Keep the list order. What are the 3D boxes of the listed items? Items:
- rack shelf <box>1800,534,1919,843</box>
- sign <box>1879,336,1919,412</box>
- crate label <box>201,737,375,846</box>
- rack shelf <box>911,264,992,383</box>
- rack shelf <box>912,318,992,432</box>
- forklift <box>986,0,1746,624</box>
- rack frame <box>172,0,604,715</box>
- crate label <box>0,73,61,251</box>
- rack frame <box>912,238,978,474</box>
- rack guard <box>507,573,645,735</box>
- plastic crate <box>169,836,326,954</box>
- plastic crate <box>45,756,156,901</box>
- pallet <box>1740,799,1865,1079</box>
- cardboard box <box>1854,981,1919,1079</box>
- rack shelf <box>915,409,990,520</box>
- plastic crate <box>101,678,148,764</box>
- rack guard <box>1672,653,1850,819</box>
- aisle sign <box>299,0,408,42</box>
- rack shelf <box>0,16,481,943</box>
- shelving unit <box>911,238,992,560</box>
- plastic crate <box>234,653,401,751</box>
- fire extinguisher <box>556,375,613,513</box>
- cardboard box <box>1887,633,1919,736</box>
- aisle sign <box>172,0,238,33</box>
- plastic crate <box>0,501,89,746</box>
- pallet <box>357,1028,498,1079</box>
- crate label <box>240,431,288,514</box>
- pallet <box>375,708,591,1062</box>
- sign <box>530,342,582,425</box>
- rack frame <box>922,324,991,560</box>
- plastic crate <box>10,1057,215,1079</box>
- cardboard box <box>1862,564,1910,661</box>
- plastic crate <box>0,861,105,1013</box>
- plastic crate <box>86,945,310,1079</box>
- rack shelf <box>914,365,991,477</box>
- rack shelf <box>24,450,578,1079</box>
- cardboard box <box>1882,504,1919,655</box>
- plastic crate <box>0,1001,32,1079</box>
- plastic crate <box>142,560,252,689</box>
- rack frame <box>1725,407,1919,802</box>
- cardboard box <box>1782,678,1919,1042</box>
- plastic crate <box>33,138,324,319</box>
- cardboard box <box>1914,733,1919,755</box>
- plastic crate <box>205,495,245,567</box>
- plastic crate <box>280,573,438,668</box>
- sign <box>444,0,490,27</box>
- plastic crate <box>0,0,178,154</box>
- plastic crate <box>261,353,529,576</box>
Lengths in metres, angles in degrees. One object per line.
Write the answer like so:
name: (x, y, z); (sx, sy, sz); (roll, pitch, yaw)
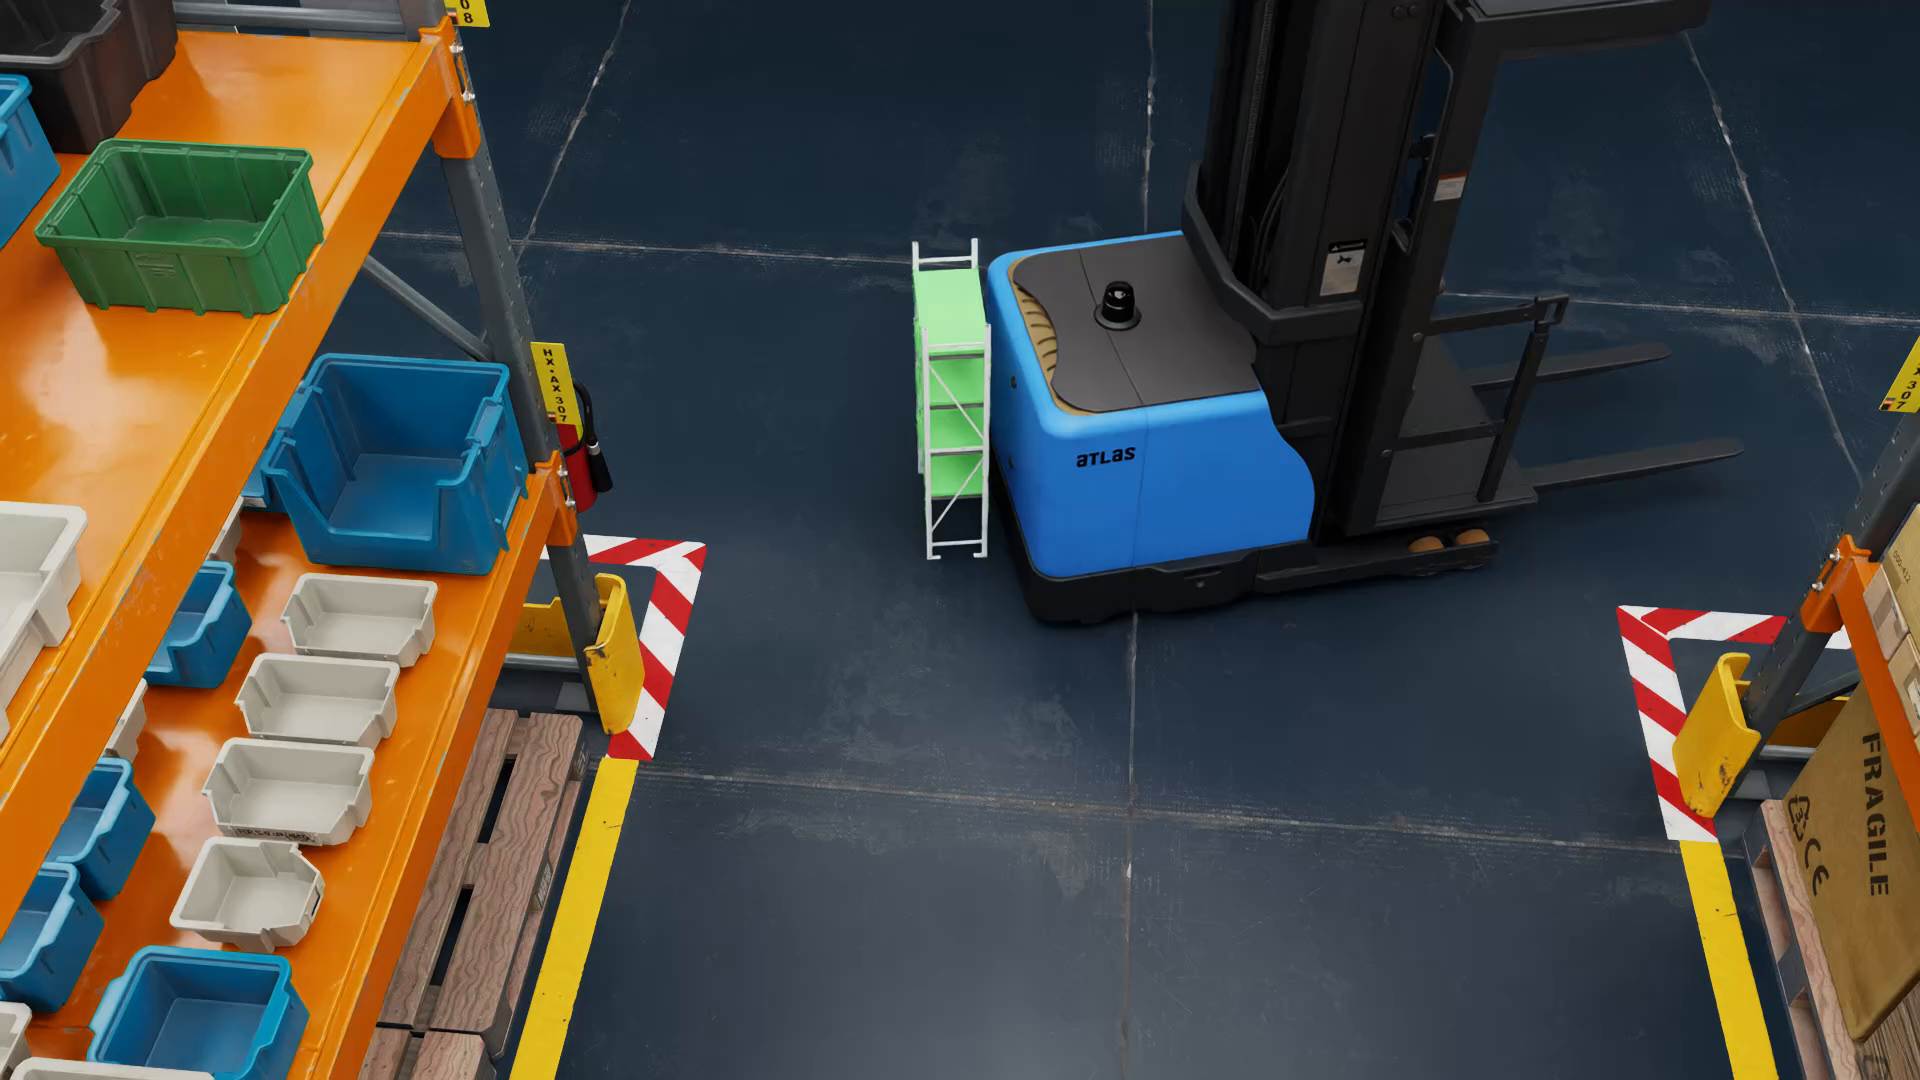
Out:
rack shelf: (2.978, 1.604, 3.738); (1.077, 0.370, 4.000); (4, 48, 4)
sign: (2.608, -0.469, 4.506); (0.100, 0.325, 0.005); (4, 48, 4)
crate label: (-1.708, 0.657, 4.254); (0.396, 0.136, 0.243); (4, 48, 4)
rack shelf: (-0.034, -0.797, 6.102); (0.258, 0.148, 0.480); (-4, 48, -3)
rack shelf: (-0.034, -0.635, 6.279); (0.258, 0.148, 0.480); (-4, 48, -3)
forklift: (1.659, -1.219, 5.879); (3.031, 2.935, 1.130); (-9, 48, -8)
rack frame: (-1.772, -0.441, 5.121); (1.000, 3.000, 0.127); (4, 48, 4)
crate label: (-2.178, -0.747, 3.469); (0.408, 0.251, 0.502); (4, 48, 4)
rack frame: (-0.056, -0.696, 6.573); (0.240, 1.200, 0.015); (-4, 48, -3)
rack guard: (-1.783, 0.384, 6.060); (1.175, 0.500, 0.348); (4, 48, 4)
plastic crate: (-1.716, 0.876, 4.054); (0.298, 0.136, 0.250); (4, 48, 4)
plastic crate: (-2.242, 0.722, 4.130); (0.416, 0.233, 0.300); (4, 48, 4)
pallet: (3.165, 1.426, 5.303); (1.003, 0.211, 1.213); (4, 48, 4)
cardboard box: (3.099, 1.611, 4.399); (0.875, 0.875, 0.875); (4, 48, 4)
rack shelf: (-0.034, -0.312, 6.634); (0.258, 0.148, 0.480); (-4, 48, -3)
plastic crate: (-2.296, 0.515, 4.384); (0.250, 0.136, 0.298); (4, 48, 4)
rack guard: (3.163, 0.718, 5.755); (1.175, 0.500, 0.348); (4, 48, 4)
aisle sign: (-1.474, -1.352, 4.192); (0.394, 0.787, 0.004); (4, 48, 4)
rack shelf: (-1.954, 0.259, 2.935); (1.077, 0.370, 4.000); (4, 48, 4)
shelving unit: (-0.034, -0.517, 6.409); (0.258, 1.200, 0.503); (-4, 48, -3)
plastic crate: (-1.707, 0.451, 4.443); (0.396, 0.136, 0.243); (4, 48, 4)
fire extinguisher: (-1.306, -0.370, 5.361); (0.296, 0.674, 0.183); (4, 48, 4)
cardboard box: (2.777, 0.404, 4.518); (0.380, 0.149, 0.250); (3, 48, 3)
aisle sign: (-2.061, -1.392, 4.228); (0.394, 0.787, 0.004); (4, 48, 4)
plastic crate: (-1.713, 0.170, 2.707); (0.437, 0.136, 0.530); (4, 48, 4)
pallet: (-2.000, 1.997, 4.780); (1.003, 0.211, 1.213); (4, 48, 4)
crate label: (-2.122, -0.246, 5.015); (0.416, 0.233, 0.303); (4, 48, 4)
pallet: (-1.886, 1.103, 5.598); (1.003, 0.211, 1.213); (4, 48, 4)
sign: (-1.223, -0.471, 5.038); (0.100, 0.325, 0.005); (4, 48, 4)
rack frame: (-0.012, -0.337, 6.245); (0.240, 1.200, 0.015); (-4, 48, -3)
plastic crate: (-1.814, 1.408, 3.469); (0.437, 0.282, 0.530); (4, 48, 4)
cardboard box: (2.799, 0.215, 4.691); (0.380, 0.149, 0.250); (4, 48, 4)
plastic crate: (-2.270, 0.942, 3.928); (0.416, 0.233, 0.300); (4, 48, 4)
plastic crate: (-1.704, 1.121, 3.765); (0.416, 0.233, 0.300); (4, 48, 4)
rack shelf: (-0.034, -0.473, 6.457); (0.258, 0.148, 0.480); (-4, 48, -3)
rack shelf: (-1.954, 1.271, 4.042); (1.077, 0.370, 4.000); (4, 48, 4)
cardboard box: (2.848, 0.176, 4.456); (0.500, 0.250, 0.500); (3, 48, 2)
plastic crate: (-2.277, 1.267, 3.697); (0.293, 0.136, 0.466); (4, 48, 4)
plastic crate: (-2.182, 0.238, 4.573); (0.416, 0.233, 0.300); (4, 48, 4)
rack frame: (3.160, -0.108, 4.816); (1.000, 3.000, 0.127); (4, 48, 4)
cardboard box: (3.182, 0.943, 5.010); (0.875, 0.875, 0.875); (4, 48, 4)
plastic crate: (-1.578, -0.638, 3.412); (0.450, 0.188, 0.336); (4, 48, 4)
cardboard box: (2.754, 0.592, 4.346); (0.380, 0.149, 0.250); (3, 48, 3)
plastic crate: (-2.234, 0.017, 4.840); (0.250, 0.136, 0.298); (4, 48, 4)
plastic crate: (-1.666, 0.239, 4.637); (0.396, 0.136, 0.243); (4, 48, 4)
sign: (-1.223, -1.393, 4.030); (0.100, 0.325, 0.005); (4, 48, 4)
plastic crate: (-2.085, -1.146, 3.821); (0.497, 0.269, 0.590); (4, 48, 4)
plastic crate: (-1.616, -0.215, 4.849); (0.616, 0.435, 0.499); (4, 48, 4)
